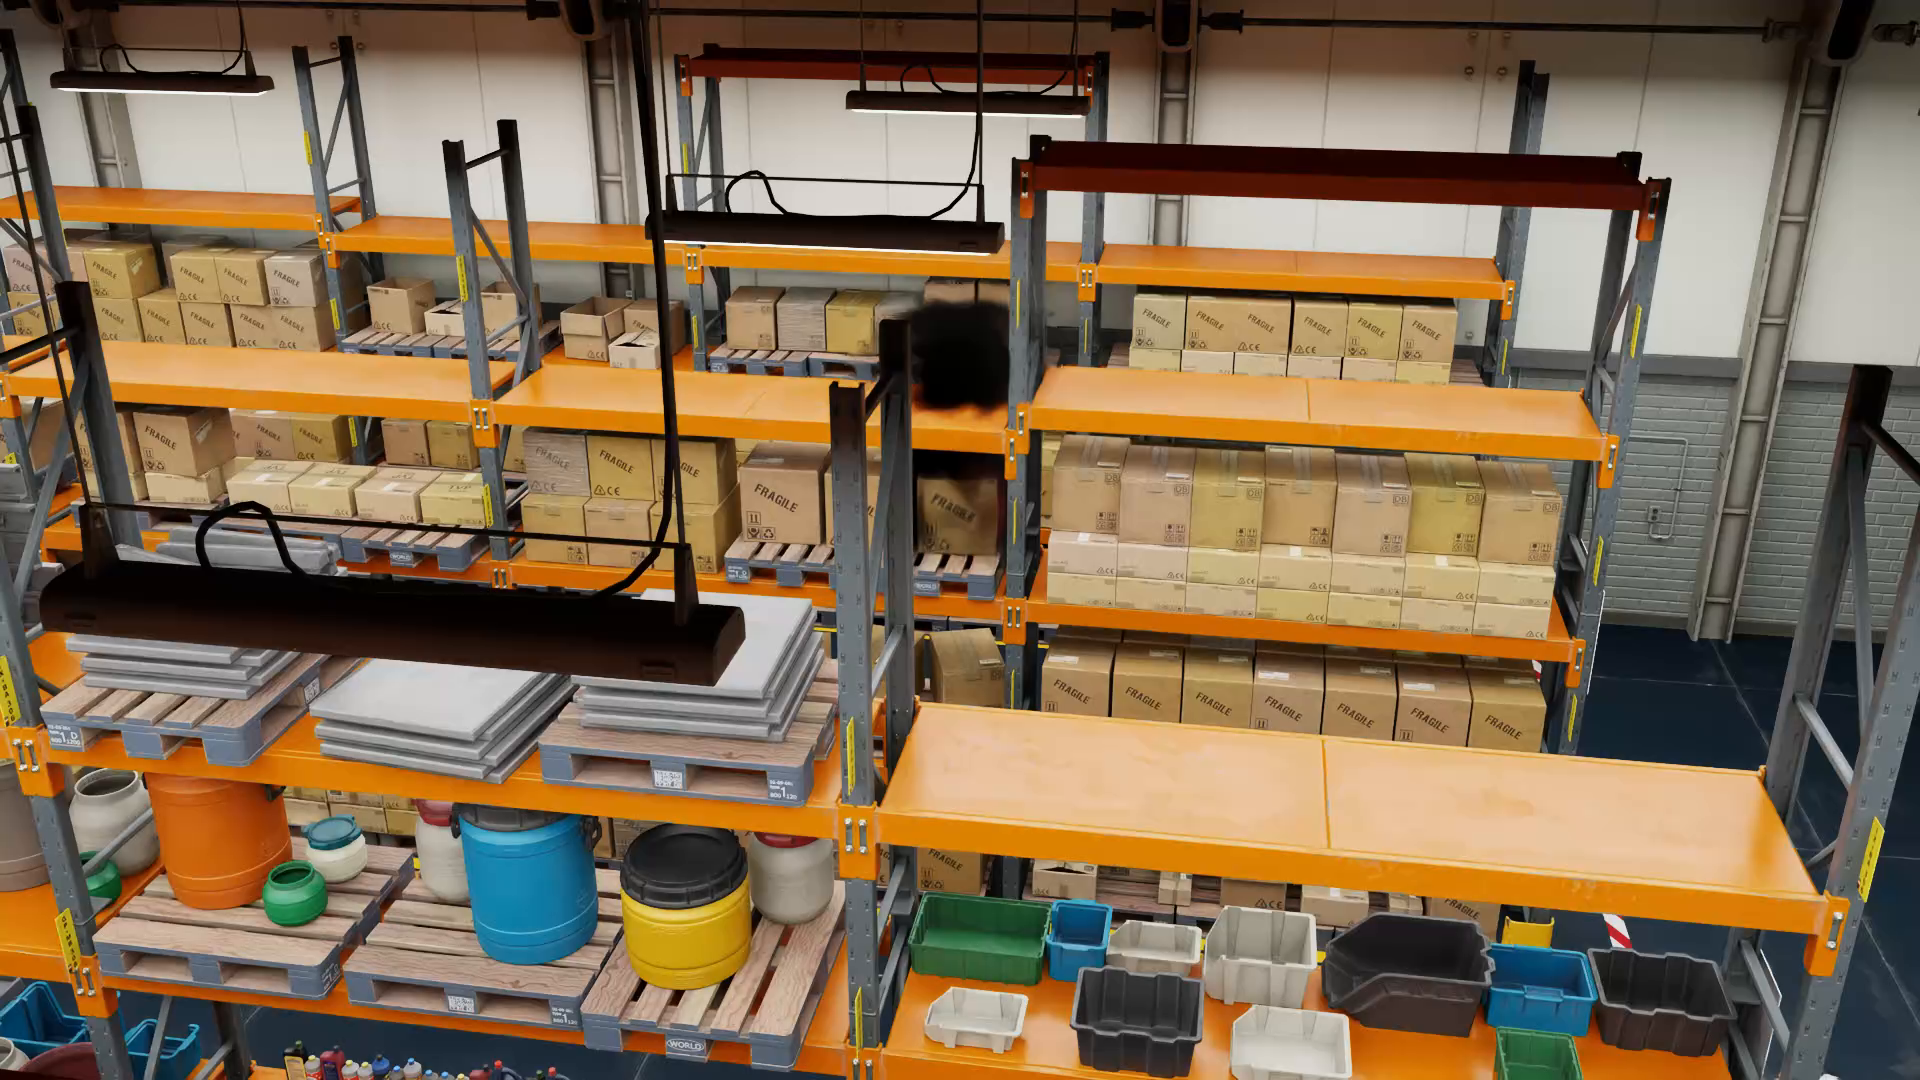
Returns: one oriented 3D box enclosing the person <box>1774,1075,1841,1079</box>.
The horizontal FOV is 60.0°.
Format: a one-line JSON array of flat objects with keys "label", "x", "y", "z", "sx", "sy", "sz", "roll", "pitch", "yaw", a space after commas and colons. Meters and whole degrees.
[{"label": "person", "x": 4.748, "y": 3.668, "z": 9.599, "sx": 0.715, "sy": 1.660, "sz": 0.846, "roll": -19, "pitch": 30, "yaw": -37}]
